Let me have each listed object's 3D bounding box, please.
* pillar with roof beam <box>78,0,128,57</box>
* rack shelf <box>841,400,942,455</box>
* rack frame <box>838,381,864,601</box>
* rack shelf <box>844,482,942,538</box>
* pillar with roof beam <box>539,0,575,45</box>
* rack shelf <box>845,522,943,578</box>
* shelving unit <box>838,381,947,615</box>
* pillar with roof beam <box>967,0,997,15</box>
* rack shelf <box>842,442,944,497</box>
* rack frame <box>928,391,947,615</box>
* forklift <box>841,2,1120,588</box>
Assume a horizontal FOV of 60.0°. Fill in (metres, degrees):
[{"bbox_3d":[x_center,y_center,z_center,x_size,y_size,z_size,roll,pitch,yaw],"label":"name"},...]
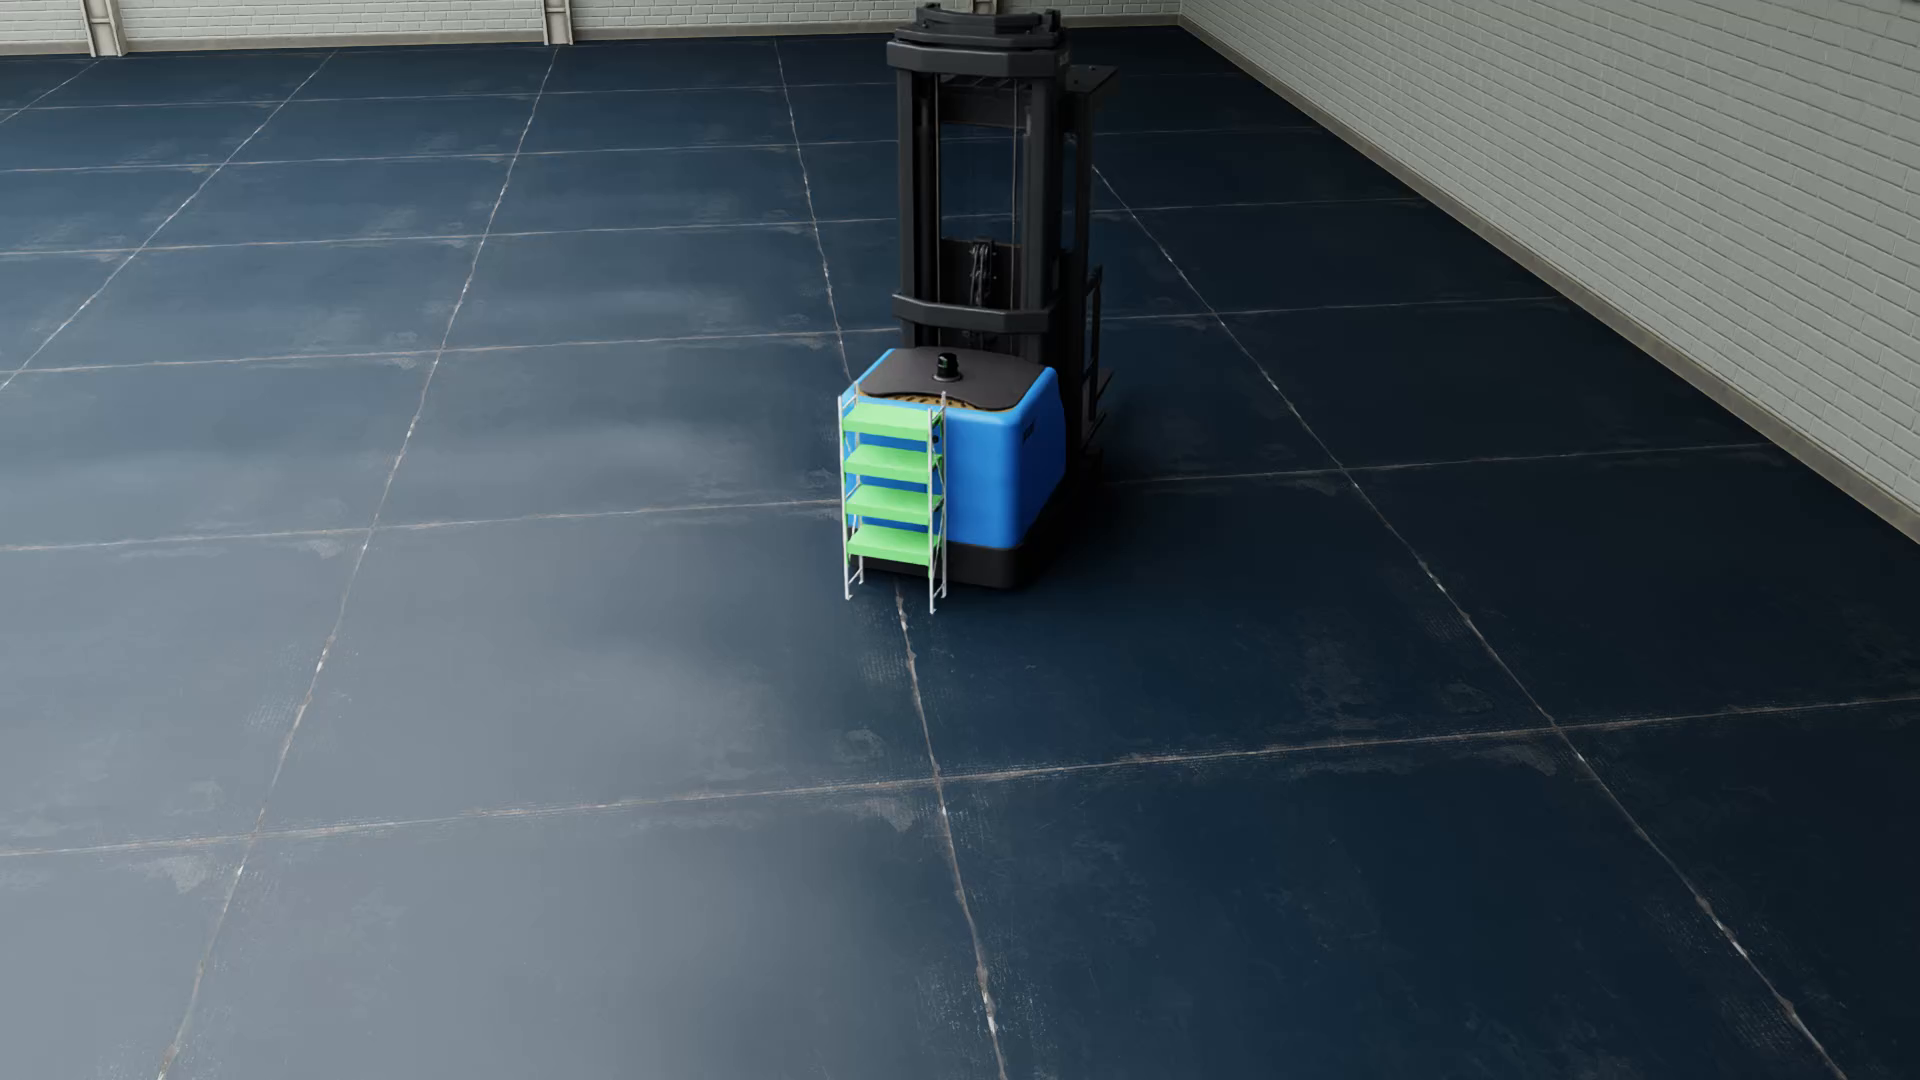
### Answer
[{"bbox_3d":[-10.970,-8.671,16.793,0.400,9.000,9.100,-4,27,-7],"label":"pillar with roof beam"},{"bbox_3d":[-0.350,-0.588,8.671,0.480,0.148,0.258,8,28,16],"label":"rack shelf"},{"bbox_3d":[-0.582,-0.253,8.928,0.015,1.200,0.240,8,28,16],"label":"rack frame"},{"bbox_3d":[-0.350,-0.161,8.890,0.480,0.148,0.258,8,28,16],"label":"rack shelf"},{"bbox_3d":[-5.029,-9.053,17.536,0.400,9.000,9.100,-4,27,-7],"label":"pillar with roof beam"},{"bbox_3d":[-0.349,0.052,9.000,0.480,0.148,0.258,8,28,16],"label":"rack shelf"},{"bbox_3d":[-0.350,-0.218,8.861,0.503,1.200,0.258,8,28,16],"label":"shelving unit"},{"bbox_3d":[0.913,-9.435,18.280,0.400,9.000,9.100,-4,27,-7],"label":"pillar with roof beam"},{"bbox_3d":[-0.350,-0.375,8.780,0.480,0.148,0.258,8,28,16],"label":"rack shelf"},{"bbox_3d":[-0.118,-0.184,8.794,0.015,1.200,0.240,8,28,16],"label":"rack frame"},{"bbox_3d":[0.278,-1.694,9.840,1.130,2.935,3.031,8,28,16],"label":"forklift"}]
